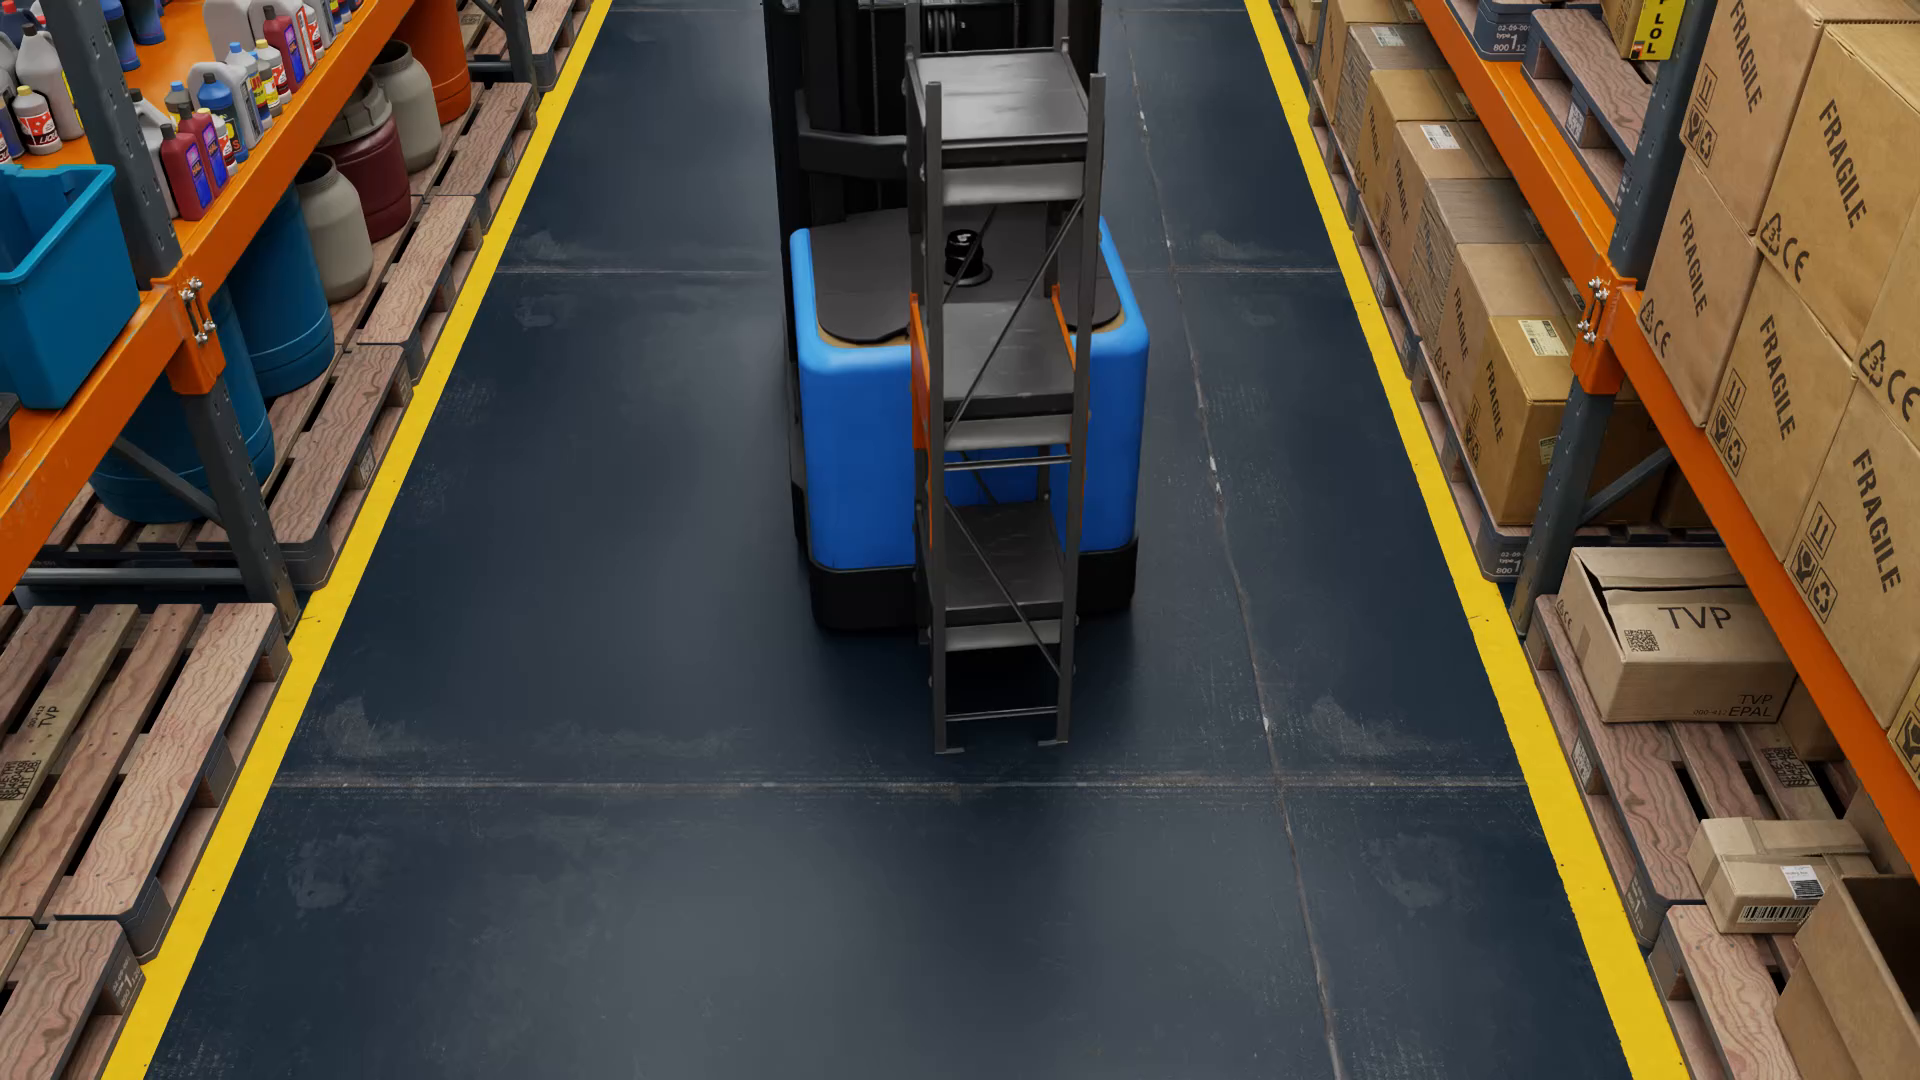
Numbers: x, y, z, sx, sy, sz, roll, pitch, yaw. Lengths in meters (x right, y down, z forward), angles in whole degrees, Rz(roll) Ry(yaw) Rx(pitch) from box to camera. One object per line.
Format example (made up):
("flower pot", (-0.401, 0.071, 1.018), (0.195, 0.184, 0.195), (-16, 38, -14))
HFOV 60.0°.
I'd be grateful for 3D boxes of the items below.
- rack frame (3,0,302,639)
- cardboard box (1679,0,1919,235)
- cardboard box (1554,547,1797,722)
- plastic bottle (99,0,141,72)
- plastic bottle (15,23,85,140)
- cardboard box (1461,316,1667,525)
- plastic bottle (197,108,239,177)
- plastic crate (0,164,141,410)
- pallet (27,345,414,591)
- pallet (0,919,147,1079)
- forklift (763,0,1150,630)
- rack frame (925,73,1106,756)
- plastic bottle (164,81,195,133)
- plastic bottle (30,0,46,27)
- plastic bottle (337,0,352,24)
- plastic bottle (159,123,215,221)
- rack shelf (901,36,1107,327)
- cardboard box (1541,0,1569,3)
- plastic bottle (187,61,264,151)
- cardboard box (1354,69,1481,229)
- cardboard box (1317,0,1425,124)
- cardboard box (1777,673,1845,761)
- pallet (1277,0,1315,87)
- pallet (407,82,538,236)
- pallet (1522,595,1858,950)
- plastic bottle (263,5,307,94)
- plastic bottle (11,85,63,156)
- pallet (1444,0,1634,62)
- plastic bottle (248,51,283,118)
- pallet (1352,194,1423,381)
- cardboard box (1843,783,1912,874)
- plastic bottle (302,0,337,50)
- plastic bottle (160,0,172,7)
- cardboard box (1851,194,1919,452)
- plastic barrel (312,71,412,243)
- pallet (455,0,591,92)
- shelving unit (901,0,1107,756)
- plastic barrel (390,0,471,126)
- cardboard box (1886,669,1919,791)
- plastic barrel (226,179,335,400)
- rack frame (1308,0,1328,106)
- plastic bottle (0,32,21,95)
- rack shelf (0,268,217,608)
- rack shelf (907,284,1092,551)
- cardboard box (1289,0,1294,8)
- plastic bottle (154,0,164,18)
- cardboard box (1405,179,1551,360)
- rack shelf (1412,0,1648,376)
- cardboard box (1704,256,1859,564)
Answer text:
("rack frame", (-2.657, -0.891, 4.464), (1.000, 3.000, 0.127), (0, 39, 0))
("cardboard box", (2.016, -1.027, 3.753), (0.500, 0.500, 0.500), (1, 39, 1))
("cardboard box", (2.081, 0.247, 4.841), (0.500, 0.311, 0.500), (0, 39, 0))
("plastic bottle", (-2.857, -1.727, 5.610), (0.097, 0.271, 0.097), (0, 39, 0))
("plastic bottle", (-2.841, -1.447, 5.196), (0.144, 0.351, 0.185), (0, 39, 0))
("cardboard box", (2.009, -0.397, 5.494), (0.500, 0.500, 0.500), (0, 39, 0))
("plastic bottle", (-2.249, -1.199, 5.007), (0.097, 0.201, 0.097), (0, 39, 0))
("plastic crate", (-2.315, -0.617, 4.086), (0.392, 0.384, 0.575), (0, 39, 0))
("pallet", (-2.616, -0.286, 5.938), (1.003, 0.211, 1.213), (0, 39, 0))
("pallet", (-2.613, 1.421, 3.808), (1.003, 0.211, 1.213), (0, 39, 0))
("forklift", (-0.118, -1.773, 5.618), (1.130, 2.935, 3.031), (-4, 39, -5))
("rack frame", (0.124, -0.196, 4.315), (0.400, 2.100, 0.015), (-4, 39, -5))
("plastic bottle", (-2.402, -1.321, 5.158), (0.097, 0.201, 0.097), (0, 39, 0))
("plastic bottle", (-2.982, -1.633, 5.488), (0.152, 0.276, 0.135), (0, 39, 0))
("plastic bottle", (-2.251, -1.988, 5.936), (0.097, 0.271, 0.097), (0, 39, 0))
("plastic bottle", (-2.231, -1.076, 4.787), (0.061, 0.283, 0.133), (0, 39, 0))
("rack shelf", (0.095, -0.883, 4.075), (0.431, 0.518, 0.480), (-4, 39, -5))
("cardboard box", (2.233, -2.200, 5.681), (0.700, 0.500, 0.500), (-9, 40, -11))
("plastic bottle", (-2.277, -1.362, 5.150), (0.152, 0.276, 0.135), (0, 39, 0))
("cardboard box", (2.008, -1.664, 7.075), (0.500, 0.500, 0.500), (-1, 39, -1))
("cardboard box", (2.007, -2.306, 7.875), (0.500, 0.500, 0.500), (2, 39, 2))
("cardboard box", (2.581, 0.267, 4.665), (0.500, 0.500, 0.500), (0, 39, 0))
("pallet", (2.330, -2.821, 9.101), (1.003, 0.211, 1.213), (0, 39, 0))
("pallet", (-2.619, -1.812, 7.842), (1.003, 0.211, 1.213), (0, 39, 0))
("pallet", (2.296, 0.625, 4.801), (1.003, 0.211, 1.213), (0, 39, 0))
("plastic bottle", (-2.232, -1.631, 5.480), (0.061, 0.283, 0.133), (0, 39, 0))
("plastic bottle", (-2.856, -1.300, 5.133), (0.097, 0.201, 0.097), (0, 39, 0))
("pallet", (2.299, -2.103, 6.129), (1.003, 0.211, 1.213), (0, 39, 0))
("plastic bottle", (-2.250, -1.466, 5.339), (0.097, 0.201, 0.097), (0, 39, 0))
("pallet", (2.253, -1.078, 6.926), (1.003, 0.211, 1.213), (0, 39, 0))
("cardboard box", (2.582, 0.810, 4.139), (0.500, 0.311, 0.500), (0, 39, 0))
("plastic bottle", (-2.278, -1.857, 5.768), (0.152, 0.276, 0.135), (0, 39, 0))
("plastic bottle", (-2.986, -2.136, 6.056), (0.144, 0.351, 0.185), (0, 39, 0))
("cardboard box", (2.017, -0.383, 2.950), (0.500, 0.500, 0.500), (-1, 39, -1))
("plastic barrel", (-2.643, -1.604, 6.945), (0.600, 0.588, 0.708), (0, 39, 0))
("pallet", (-2.624, -2.789, 9.062), (1.003, 0.211, 1.213), (0, 39, 0))
("shelving unit", (0.095, -0.347, 4.504), (0.431, 2.100, 0.503), (-4, 39, -5))
("plastic barrel", (-2.644, -2.404, 7.751), (0.600, 0.830, 0.708), (0, 39, 0))
("cardboard box", (2.029, 0.338, 2.849), (0.500, 0.500, 0.500), (-1, 39, -1))
("plastic barrel", (-2.641, -1.020, 5.966), (0.600, 0.901, 0.708), (0, 39, 0))
("rack frame", (2.292, -3.394, 7.587), (1.000, 3.000, 0.127), (0, 39, 0))
("plastic bottle", (-2.985, -1.447, 5.196), (0.144, 0.351, 0.185), (0, 39, 0))
("rack shelf", (-2.655, 0.640, 3.128), (1.077, 0.370, 4.000), (0, 39, 0))
("rack shelf", (0.095, -0.336, 4.513), (0.431, 0.518, 0.480), (-4, 39, -5))
("cardboard box", (2.043, -3.136, 9.128), (0.500, 0.250, 0.500), (0, 39, -1))
("plastic bottle", (-2.949, -2.016, 5.971), (0.097, 0.271, 0.097), (0, 39, 0))
("cardboard box", (2.017, -1.020, 6.271), (0.500, 0.500, 0.500), (0, 39, 1))
("rack shelf", (2.294, -1.863, 6.251), (1.077, 0.370, 4.000), (0, 39, 0))
("cardboard box", (2.028, -0.293, 3.637), (0.500, 0.500, 0.500), (1, 39, 1))
